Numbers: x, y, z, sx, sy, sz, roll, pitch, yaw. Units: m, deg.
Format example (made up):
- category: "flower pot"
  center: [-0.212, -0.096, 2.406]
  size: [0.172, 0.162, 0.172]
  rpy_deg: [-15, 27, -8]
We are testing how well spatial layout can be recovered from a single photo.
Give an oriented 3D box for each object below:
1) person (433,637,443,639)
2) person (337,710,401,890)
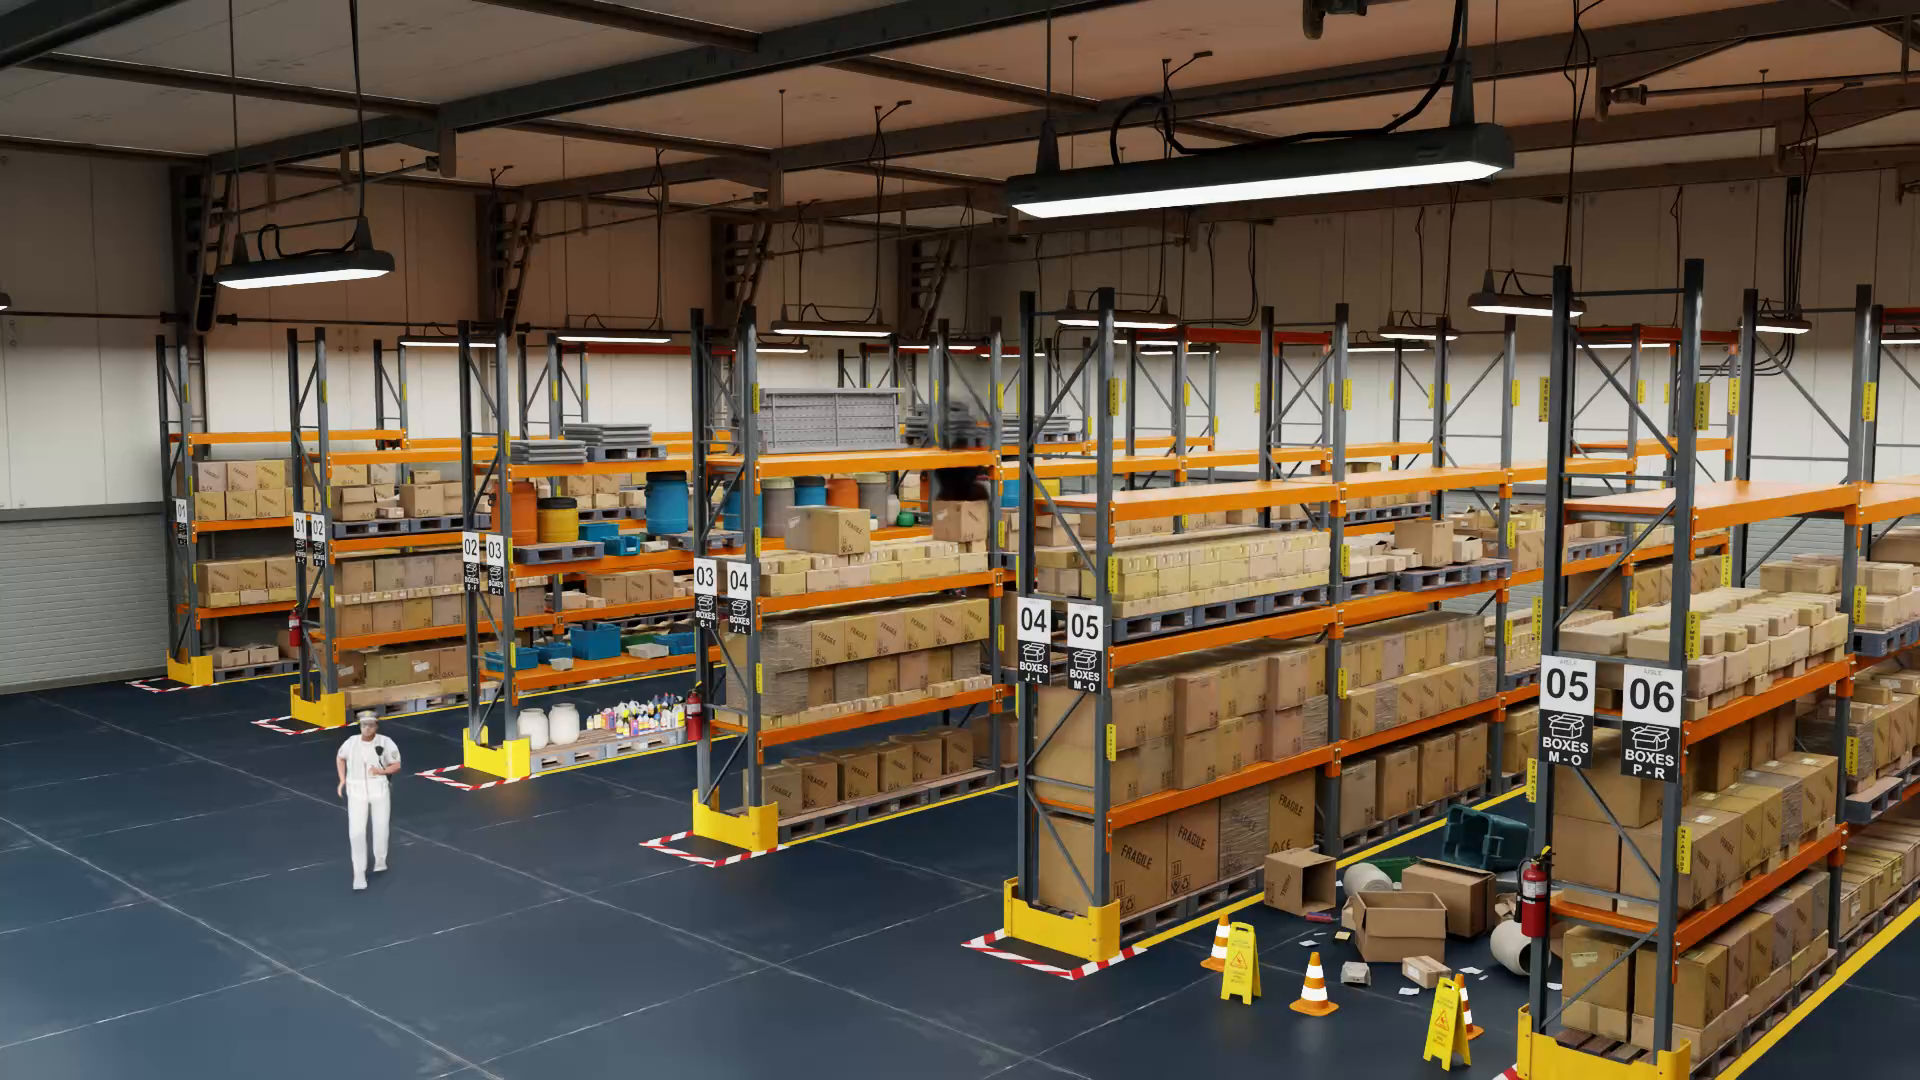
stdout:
- category: "person"
  center: [-9.188, 1.598, 29.277]
  size: [0.591, 1.638, 0.576]
  rpy_deg: [4, 7, 35]
- category: "person"
  center: [-6.122, 2.676, 17.247]
  size: [0.637, 1.856, 0.767]
  rpy_deg: [-2, 6, -18]
